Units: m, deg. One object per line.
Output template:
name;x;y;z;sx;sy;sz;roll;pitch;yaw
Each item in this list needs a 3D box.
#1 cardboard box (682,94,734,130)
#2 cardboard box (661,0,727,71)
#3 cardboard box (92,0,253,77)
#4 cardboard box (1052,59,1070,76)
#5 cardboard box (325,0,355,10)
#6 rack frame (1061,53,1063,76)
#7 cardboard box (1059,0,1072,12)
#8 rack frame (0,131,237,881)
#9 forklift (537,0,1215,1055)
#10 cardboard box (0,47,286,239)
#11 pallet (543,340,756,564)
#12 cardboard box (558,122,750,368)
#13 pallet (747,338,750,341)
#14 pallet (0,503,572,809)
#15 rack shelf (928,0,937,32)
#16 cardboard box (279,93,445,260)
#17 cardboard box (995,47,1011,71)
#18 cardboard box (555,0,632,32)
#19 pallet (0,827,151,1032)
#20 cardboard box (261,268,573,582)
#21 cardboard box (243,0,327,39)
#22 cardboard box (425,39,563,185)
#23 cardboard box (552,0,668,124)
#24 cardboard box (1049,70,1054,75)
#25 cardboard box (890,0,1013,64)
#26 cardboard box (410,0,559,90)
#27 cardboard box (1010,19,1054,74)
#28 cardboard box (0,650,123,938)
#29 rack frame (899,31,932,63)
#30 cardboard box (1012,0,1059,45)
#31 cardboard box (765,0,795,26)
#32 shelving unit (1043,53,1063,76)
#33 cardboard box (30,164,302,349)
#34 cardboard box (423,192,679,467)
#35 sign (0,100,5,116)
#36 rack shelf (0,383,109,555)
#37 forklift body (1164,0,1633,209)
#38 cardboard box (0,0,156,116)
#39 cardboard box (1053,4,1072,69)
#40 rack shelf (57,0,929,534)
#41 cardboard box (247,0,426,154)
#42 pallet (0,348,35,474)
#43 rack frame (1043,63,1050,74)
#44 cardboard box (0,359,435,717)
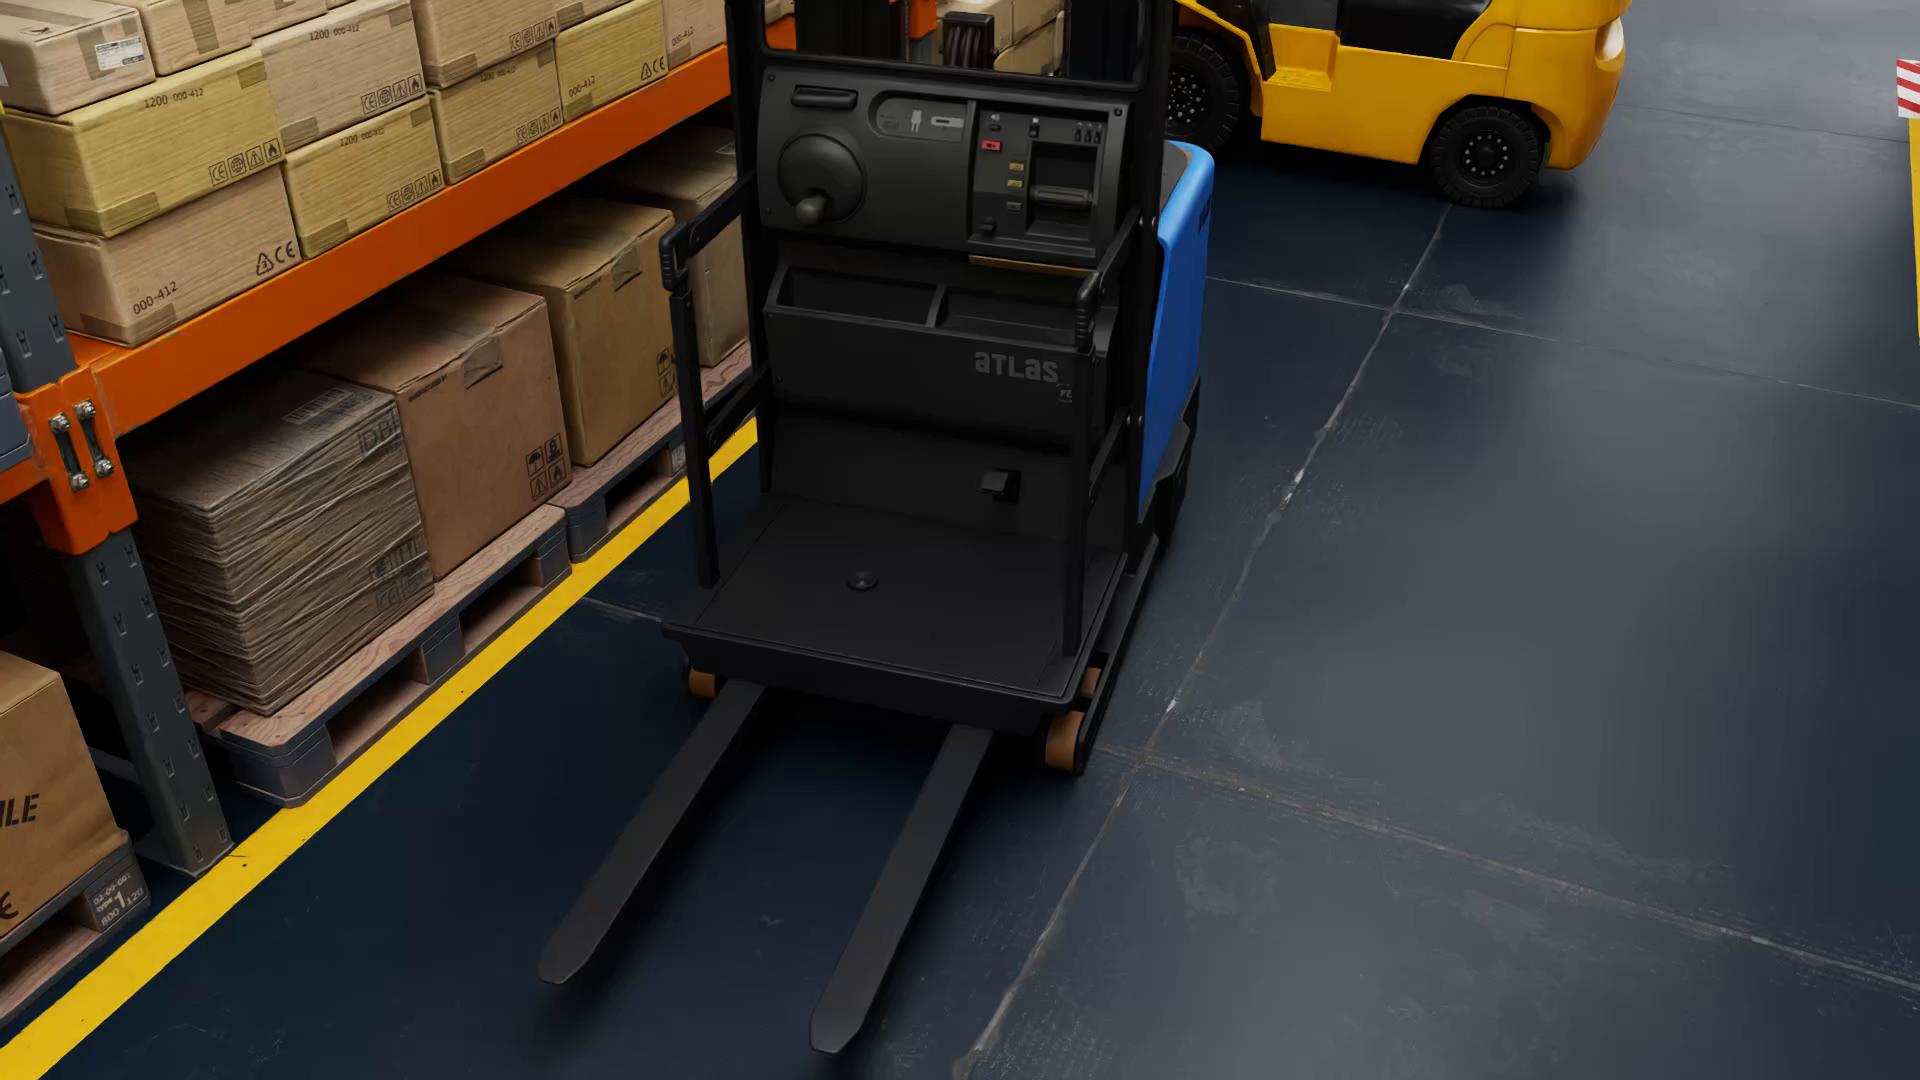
cardboard box;-0.797;-1.493;6.573;0.875;0.625;0.625;16;36;23
cardboard box;-1.003;-1.707;5.254;0.500;0.250;0.500;14;36;21
cardboard box;-1.751;-1.118;3.536;0.380;0.149;0.250;15;36;22
cardboard box;0.314;-2.279;8.115;0.500;0.250;0.500;15;36;21
cardboard box;-1.569;-1.385;3.943;0.380;0.149;0.250;15;36;21
rack frame;0.429;-1.069;5.791;0.240;1.200;0.006;13;29;18
cardboard box;0.319;-2.688;7.827;0.500;0.250;0.500;15;36;22
rack frame;-2.262;-0.580;3.399;1.000;3.000;0.127;14;36;20
forklift;-0.116;-0.868;3.901;1.130;2.935;3.031;10;34;14
cardboard box;-1.832;-0.886;3.546;0.500;0.250;0.500;14;36;20
pallet;-1.371;-0.421;5.699;1.003;0.211;1.213;14;36;20
cardboard box;-1.129;-1.108;5.987;0.875;0.625;0.625;14;36;20
pallet;-0.862;-1.030;6.629;1.003;0.211;1.213;14;36;20
pallet;-1.882;0.185;4.776;1.003;0.211;1.213;14;36;20
rack shelf;0.248;-3.268;8.154;1.077;0.370;4.000;14;36;20
cardboard box;-1.640;-0.932;4.072;0.500;0.250;0.500;13;36;19
cardboard box;-0.106;-1.977;7.199;0.500;0.250;0.500;14;36;20
cardboard box;-1.218;-1.657;4.723;0.500;0.250;0.500;15;36;21
pallet;-2.609;0.949;3.610;1.003;0.211;1.213;14;36;20
cardboard box;-1.723;-0.398;4.903;0.875;0.625;0.625;15;36;22
cardboard box;-1.667;-1.252;3.741;0.380;0.149;0.250;15;36;22
cardboard box;-1.431;-1.190;4.466;0.500;0.250;0.500;13;35;19
cardboard box;-1.212;-1.448;4.859;0.500;0.250;0.500;15;36;22
cardboard box;0.113;-2.020;7.719;0.500;0.250;0.500;13;36;19
cardboard box;-0.101;-2.185;7.060;0.500;0.250;0.500;14;36;20
cardboard box;-1.409;-1.397;4.326;0.500;0.250;0.500;13;36;19
cardboard box;0.103;-2.229;7.582;0.500;0.250;0.500;14;36;20
cardboard box;-2.244;0.549;3.573;0.500;0.500;0.500;15;36;22
rack frame;-0.589;-2.572;6.438;1.000;3.000;0.127;14;36;20
cardboard box;0.122;-2.438;7.445;0.500;0.250;0.500;14;36;21
cardboard box;-0.767;-1.947;5.621;0.500;0.250;0.500;14;36;20
shelving unit;0.394;-1.031;5.715;0.258;1.200;0.189;13;29;18
cardboard box;-1.855;-0.682;3.692;0.500;0.250;0.500;14;36;21
cardboard box;-1.441;-0.733;5.415;0.875;0.625;0.625;13;35;19
sign;-1.765;-0.912;2.921;0.100;0.325;0.005;14;36;20
rack shelf;-3.099;0.717;2.078;1.077;0.370;4.000;14;36;20
forklift body;1.948;-2.847;7.630;2.313;2.155;1.214;14;36;20
cardboard box;-1.861;-0.985;3.333;0.380;0.149;0.250;15;36;22
cardboard box;0.324;-2.476;7.960;0.500;0.250;0.500;14;36;20
rack shelf;-1.426;-1.276;5.116;1.077;0.370;4.000;14;36;20
cardboard box;-1.644;-1.141;3.935;0.500;0.250;0.500;15;36;22
pallet;-2.482;-0.146;2.913;1.213;0.211;1.003;14;36;20
rack frame;0.360;-0.993;5.640;0.240;1.200;0.006;13;29;18
cardboard box;-1.989;-0.070;4.404;0.875;0.625;0.625;15;36;22
